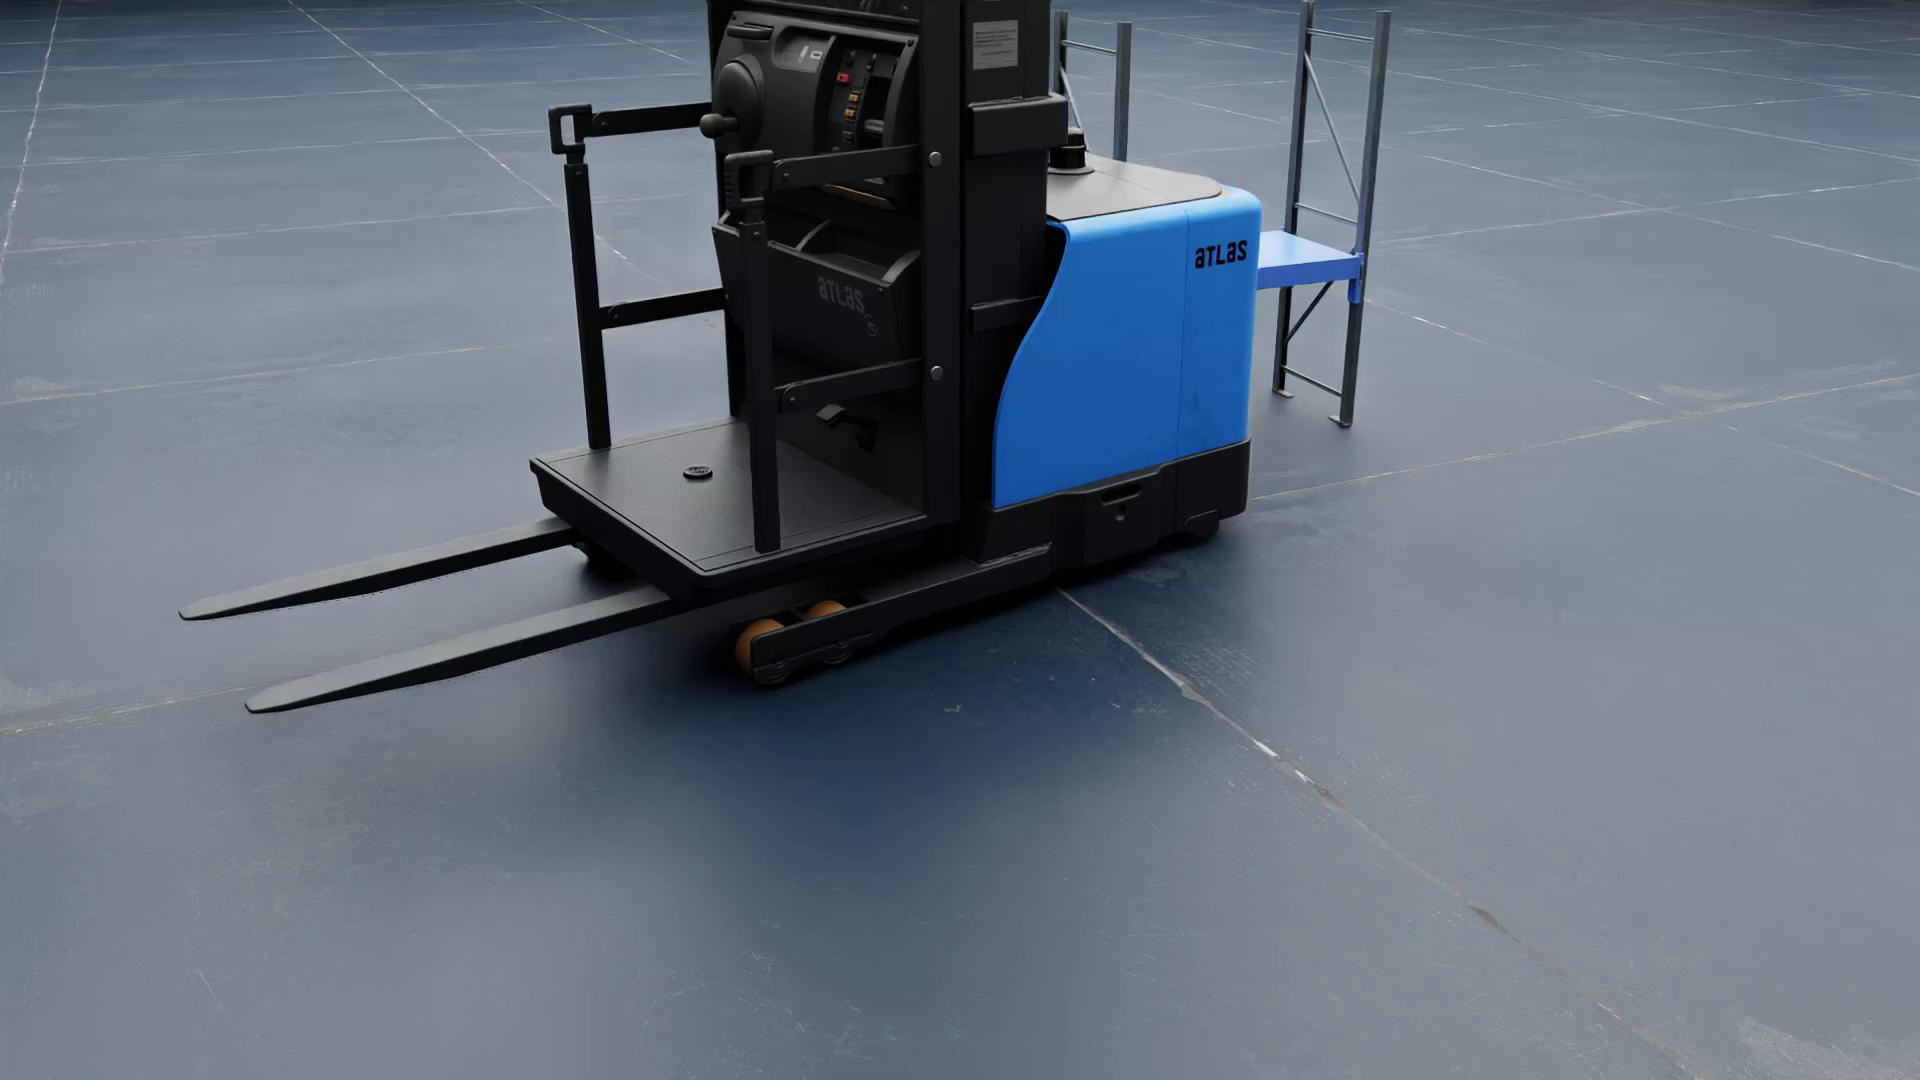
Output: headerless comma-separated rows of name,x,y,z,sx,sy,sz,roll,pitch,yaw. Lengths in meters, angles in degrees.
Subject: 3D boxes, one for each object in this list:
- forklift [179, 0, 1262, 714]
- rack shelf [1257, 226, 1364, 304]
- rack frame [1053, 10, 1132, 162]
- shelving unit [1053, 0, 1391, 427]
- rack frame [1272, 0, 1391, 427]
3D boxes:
forklift,-0.571,-1.208,4.335,3.031,2.935,1.130,-16,27,-33
rack shelf,0.906,-0.968,6.097,1.000,0.185,0.538,-9,24,-22
rack frame,0.440,-1.056,5.841,0.032,1.500,0.500,-9,24,-22
shelving unit,0.906,-1.134,6.029,1.048,1.500,0.538,-9,24,-22
rack frame,1.372,-1.212,6.216,0.032,1.500,0.500,-9,24,-22
